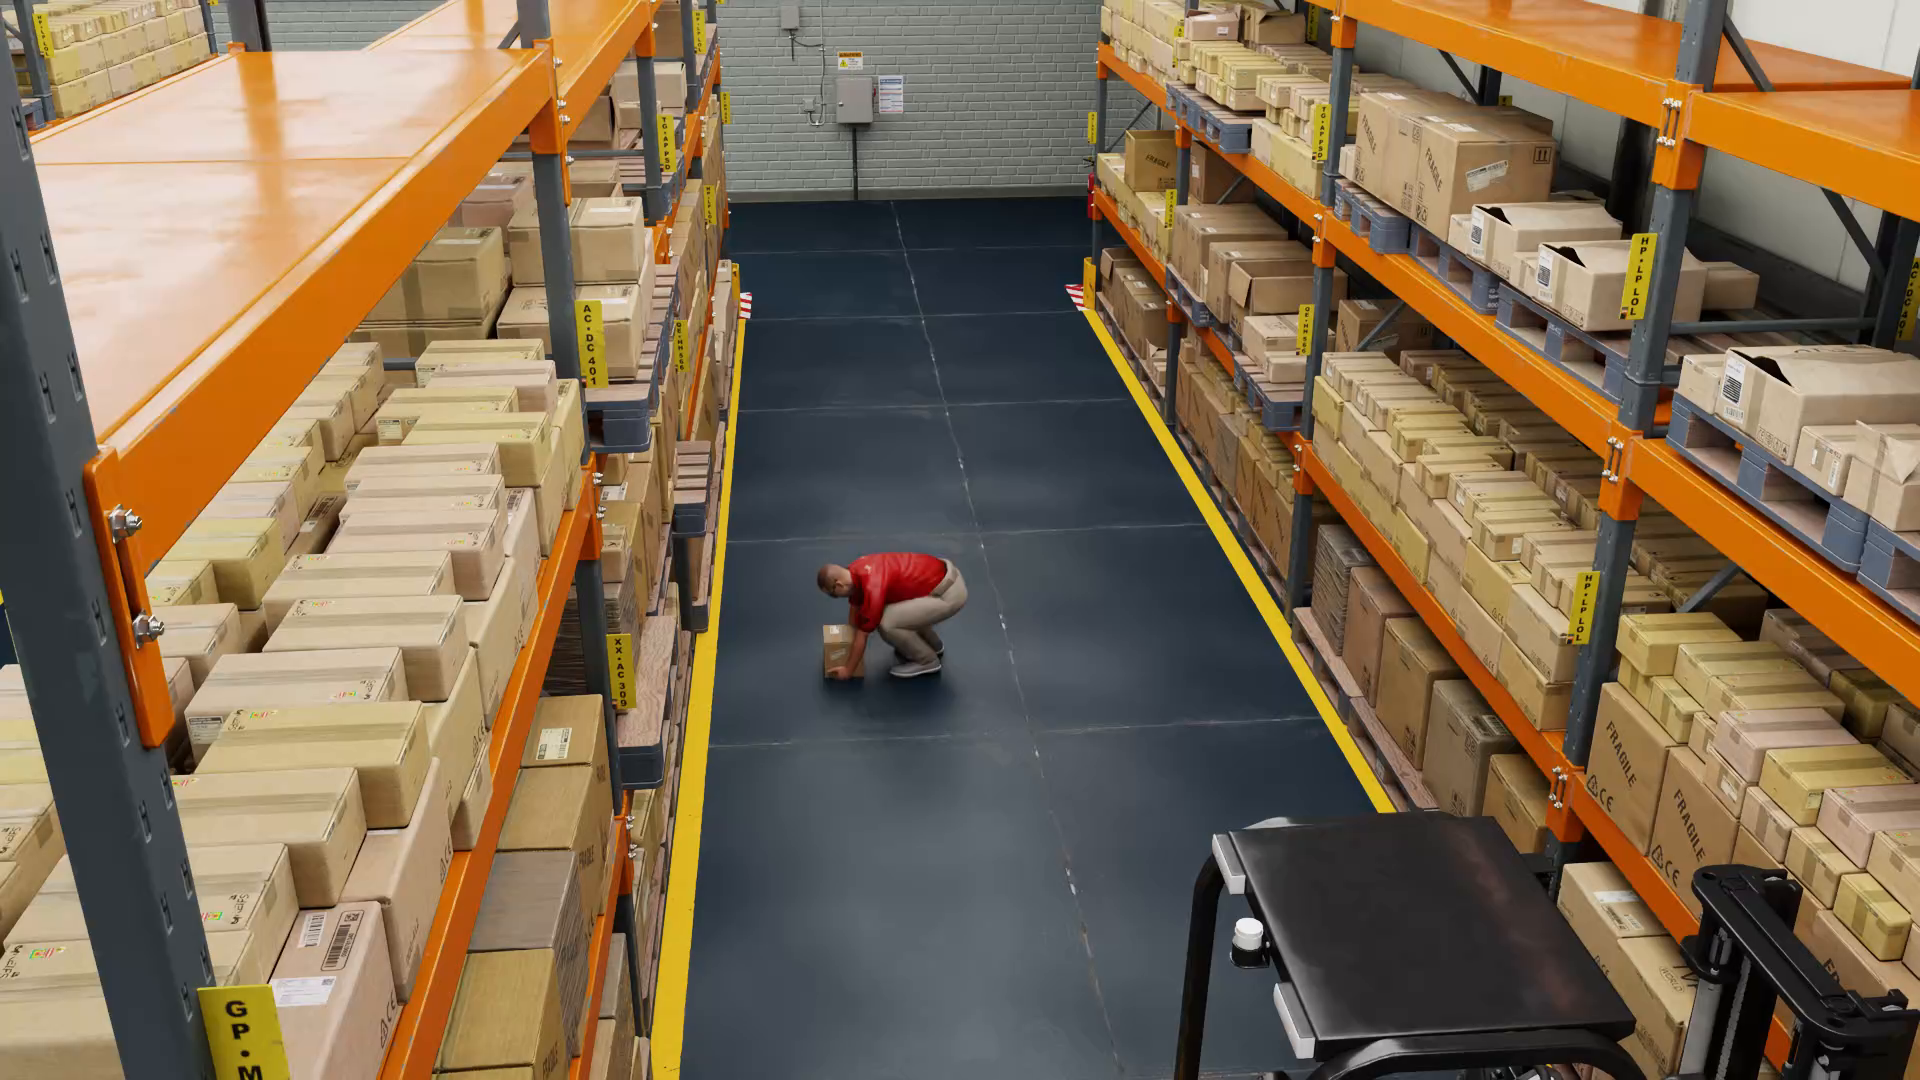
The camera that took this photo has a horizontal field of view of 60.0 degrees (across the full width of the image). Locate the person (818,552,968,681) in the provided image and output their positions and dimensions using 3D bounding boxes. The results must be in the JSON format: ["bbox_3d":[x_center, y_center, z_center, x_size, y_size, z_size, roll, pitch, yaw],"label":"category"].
[{"bbox_3d":[-0.422,0.462,10.515,0.940,0.788,0.518,-3,24,-6],"label":"person"}]
